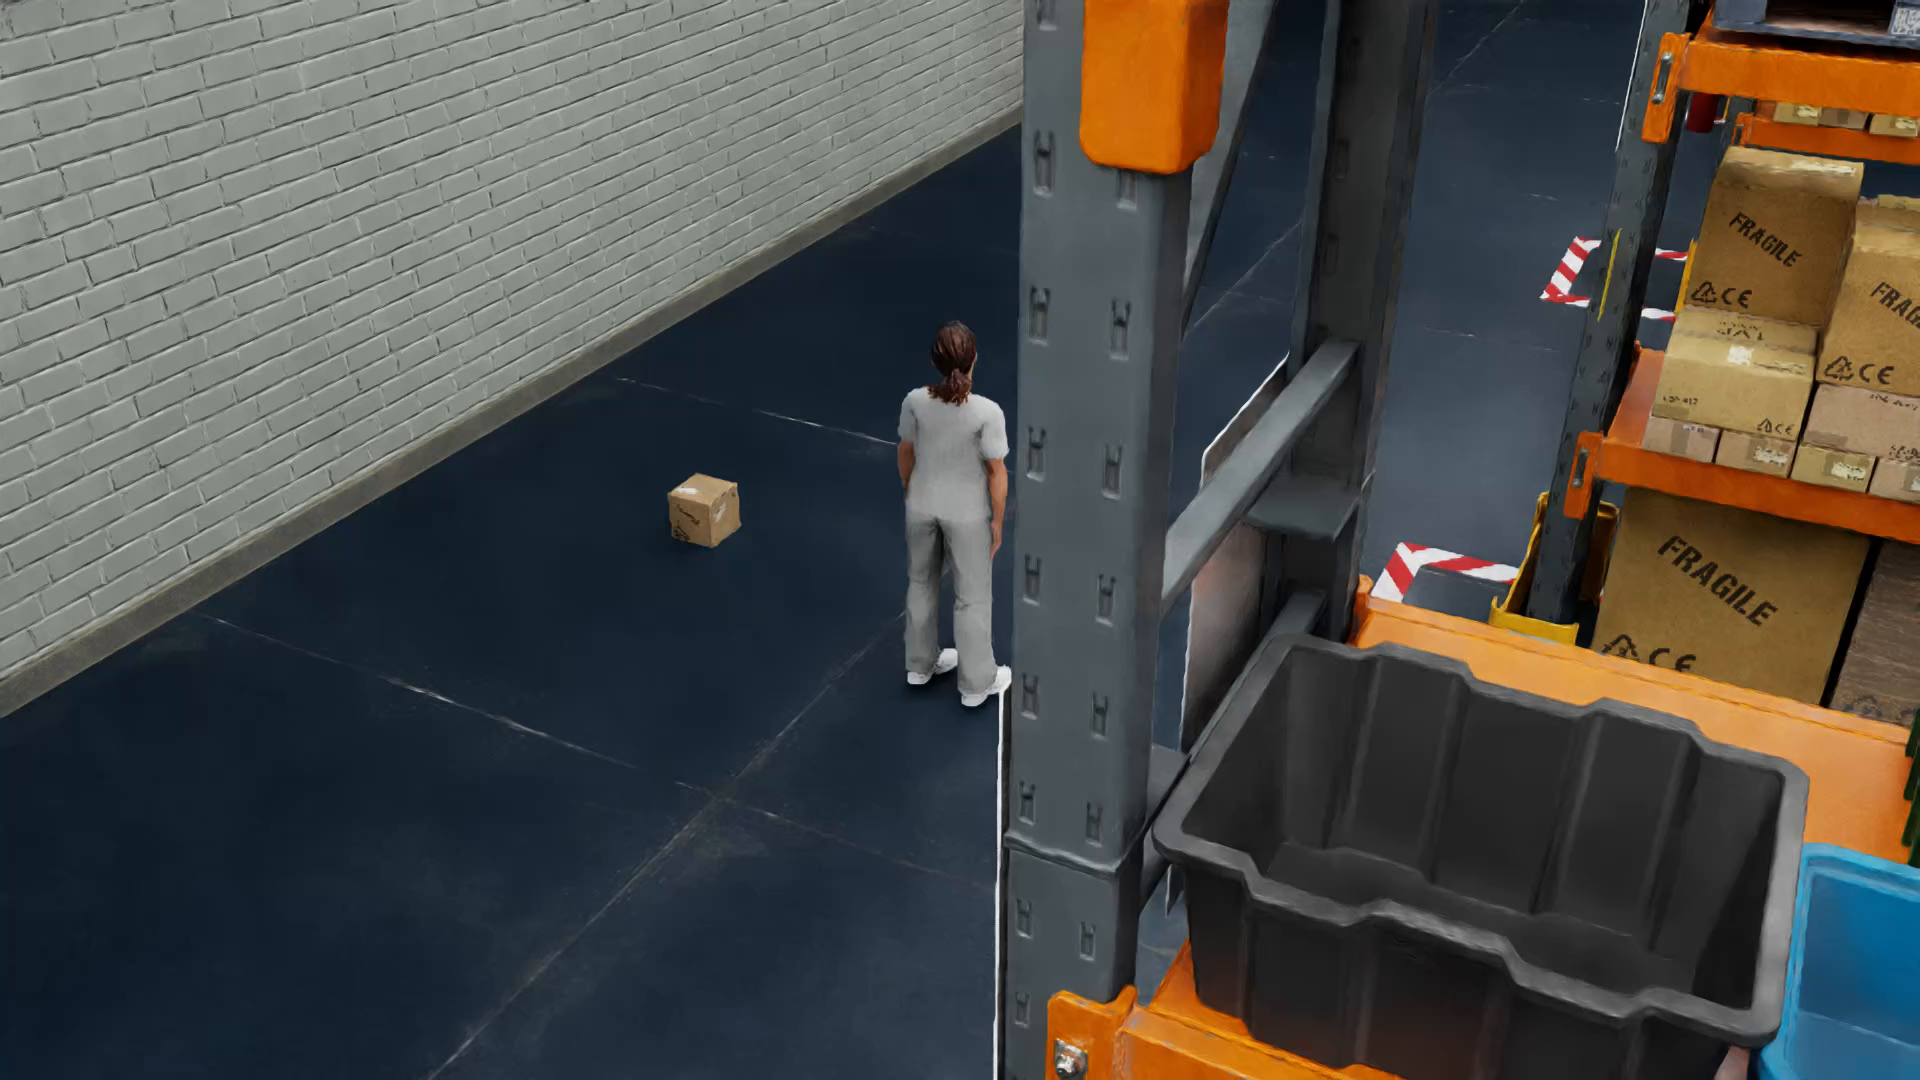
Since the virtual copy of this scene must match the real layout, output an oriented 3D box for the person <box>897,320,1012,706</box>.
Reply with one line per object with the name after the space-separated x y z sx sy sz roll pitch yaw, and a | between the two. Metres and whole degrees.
-0.030 -0.106 6.768 0.492 1.681 0.372 11 32 18 | person
